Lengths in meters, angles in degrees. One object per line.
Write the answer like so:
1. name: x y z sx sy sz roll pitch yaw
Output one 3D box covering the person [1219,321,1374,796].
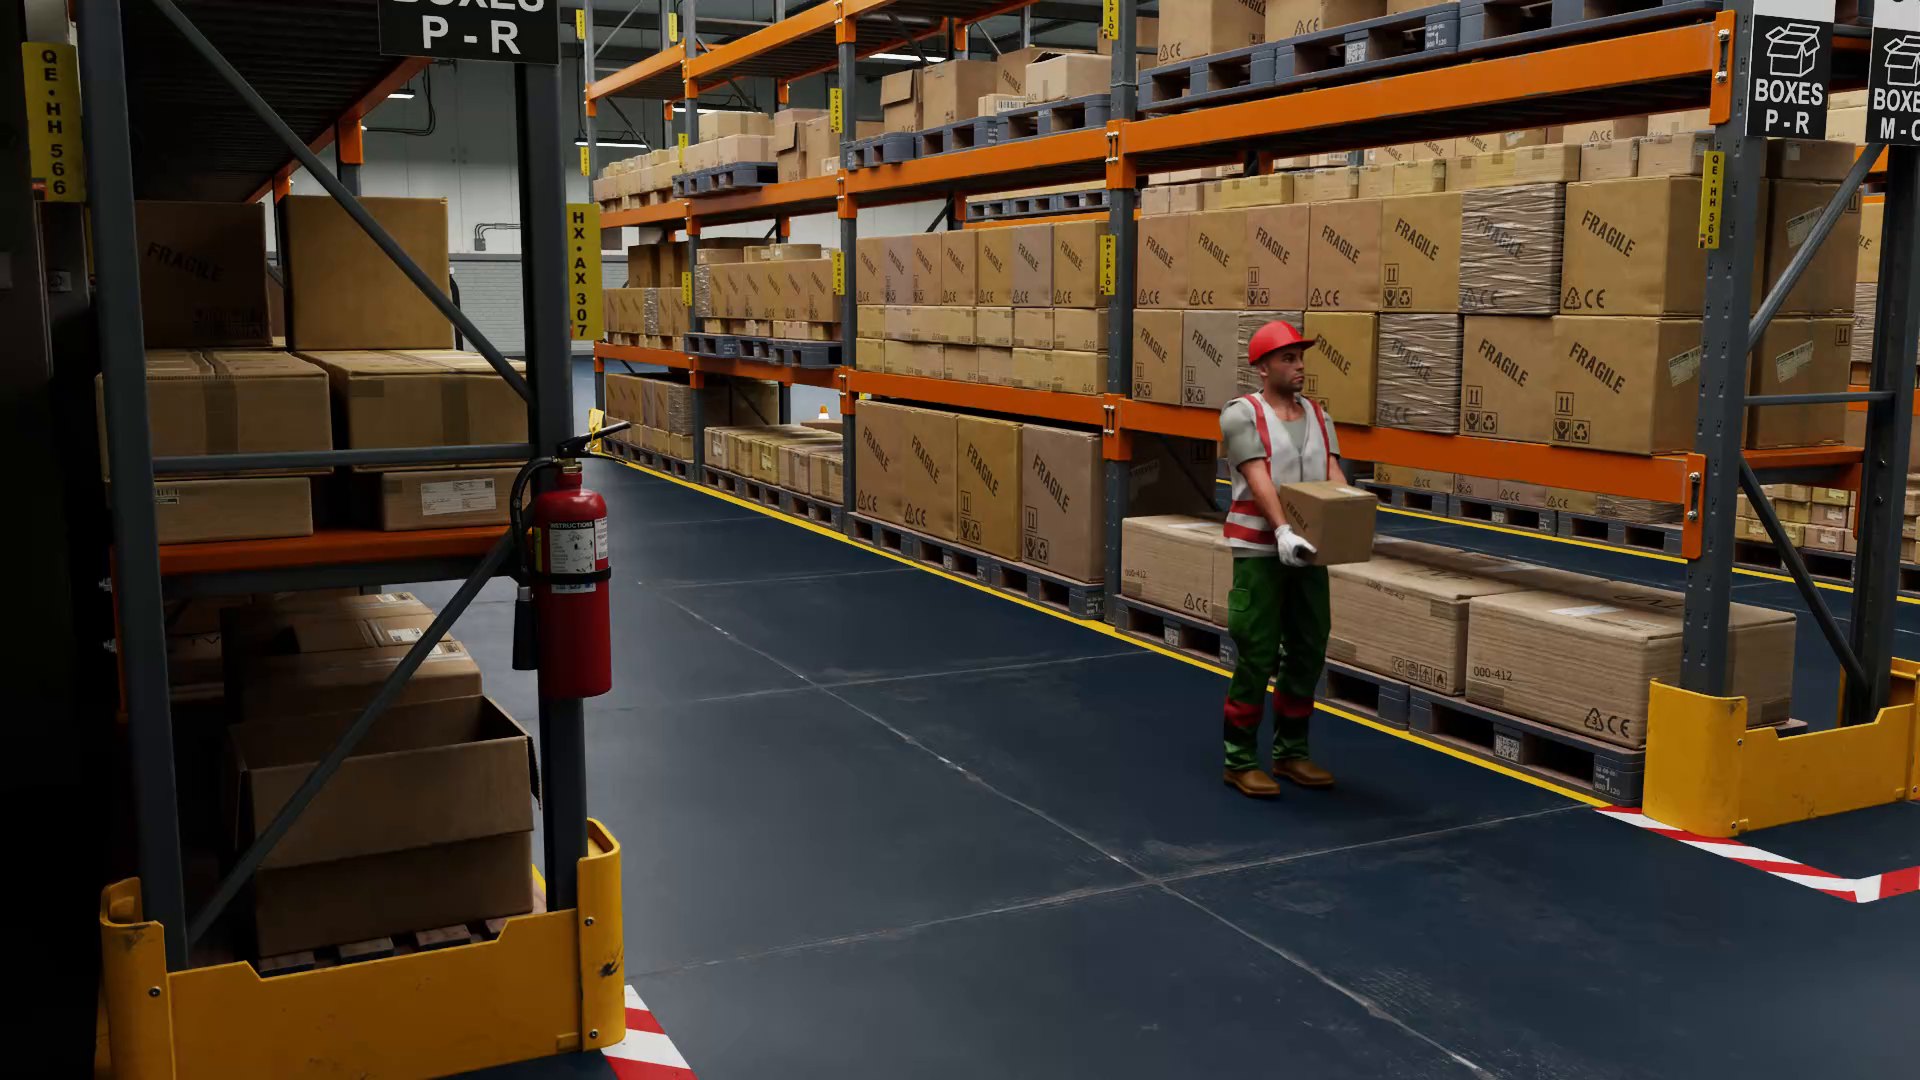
1. person: 1.269 0.077 6.255 0.494 1.782 0.569 -4 9 -27
